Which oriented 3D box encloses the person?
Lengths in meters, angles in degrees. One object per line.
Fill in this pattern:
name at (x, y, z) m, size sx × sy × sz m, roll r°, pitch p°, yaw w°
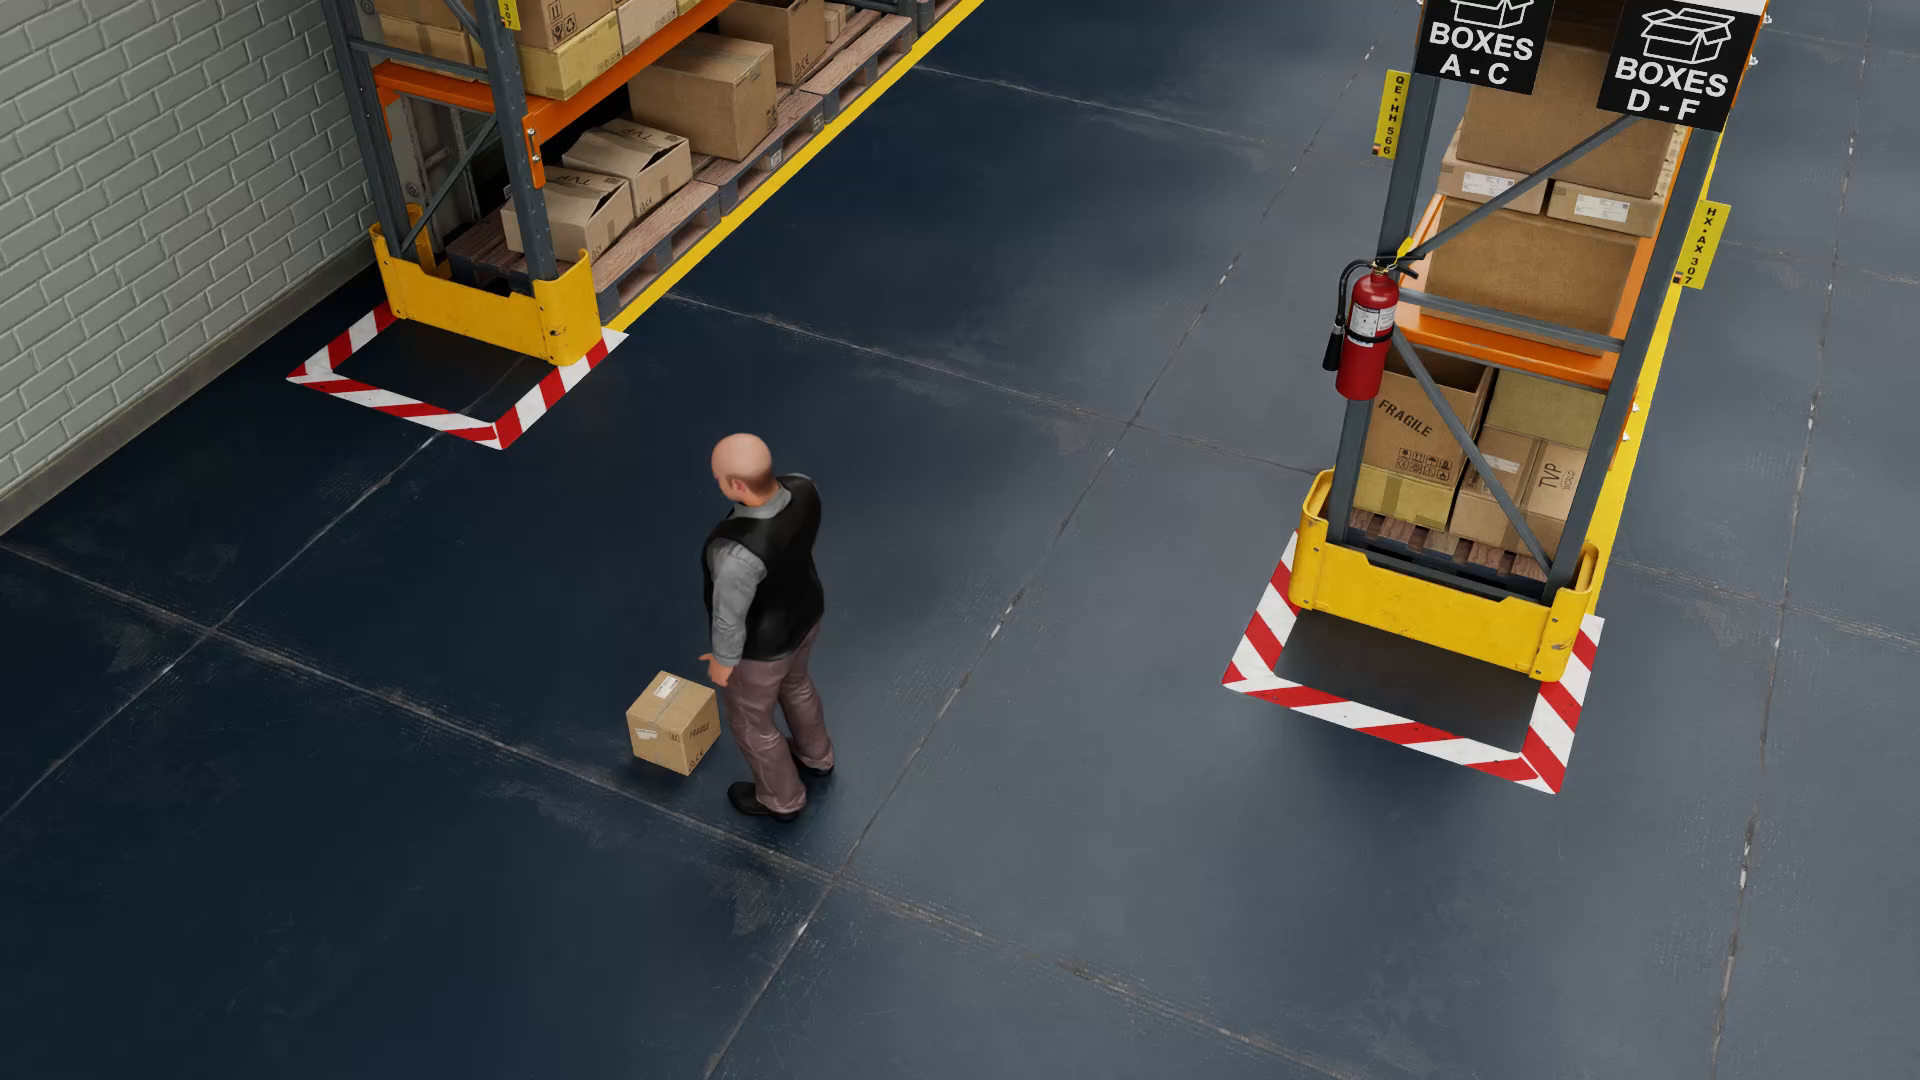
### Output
person at (-0.685, 0.323, 5.828) m, size 0.355 × 1.716 × 0.534 m, roll 18°, pitch 45°, yaw 19°
